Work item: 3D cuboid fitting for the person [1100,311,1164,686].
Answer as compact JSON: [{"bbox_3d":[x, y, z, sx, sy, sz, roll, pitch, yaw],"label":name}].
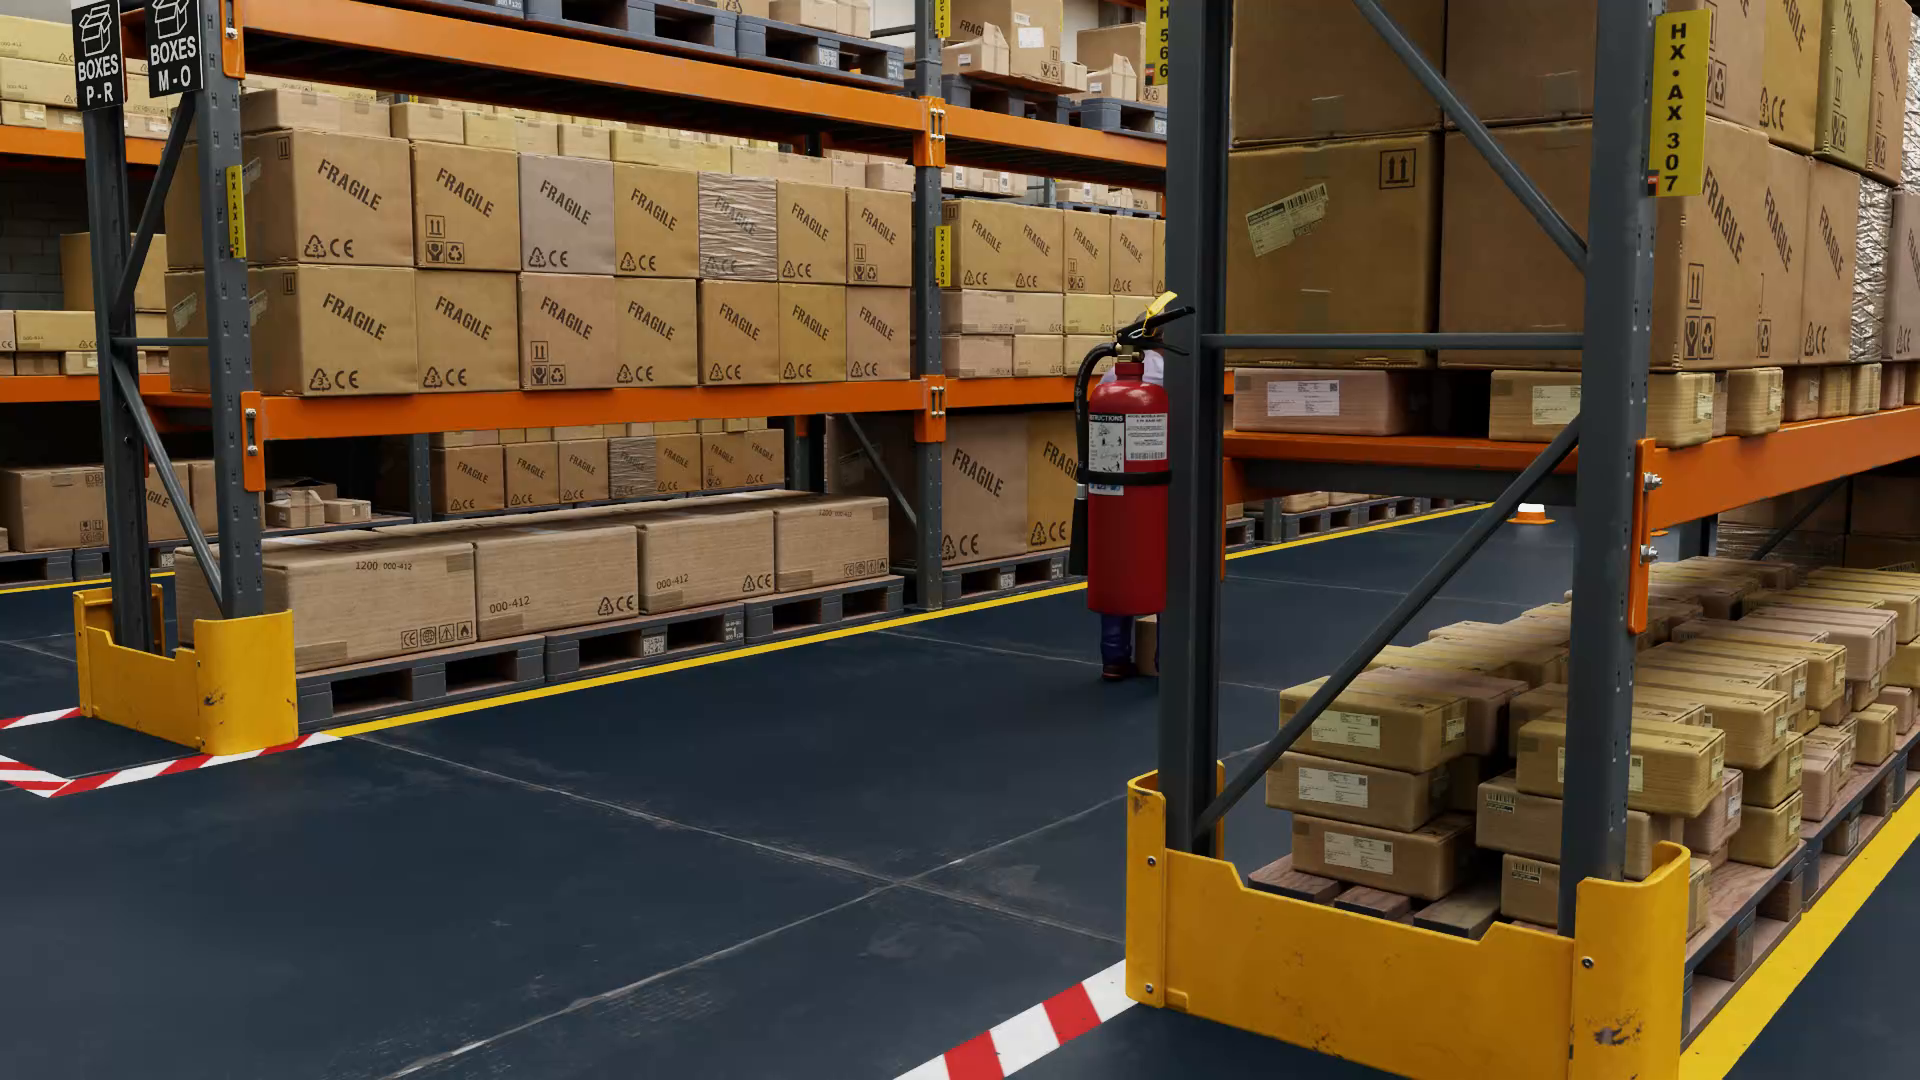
[{"bbox_3d":[0.826,-0.181,7.352,0.539,1.638,0.370,5,9,39],"label":"person"}]
